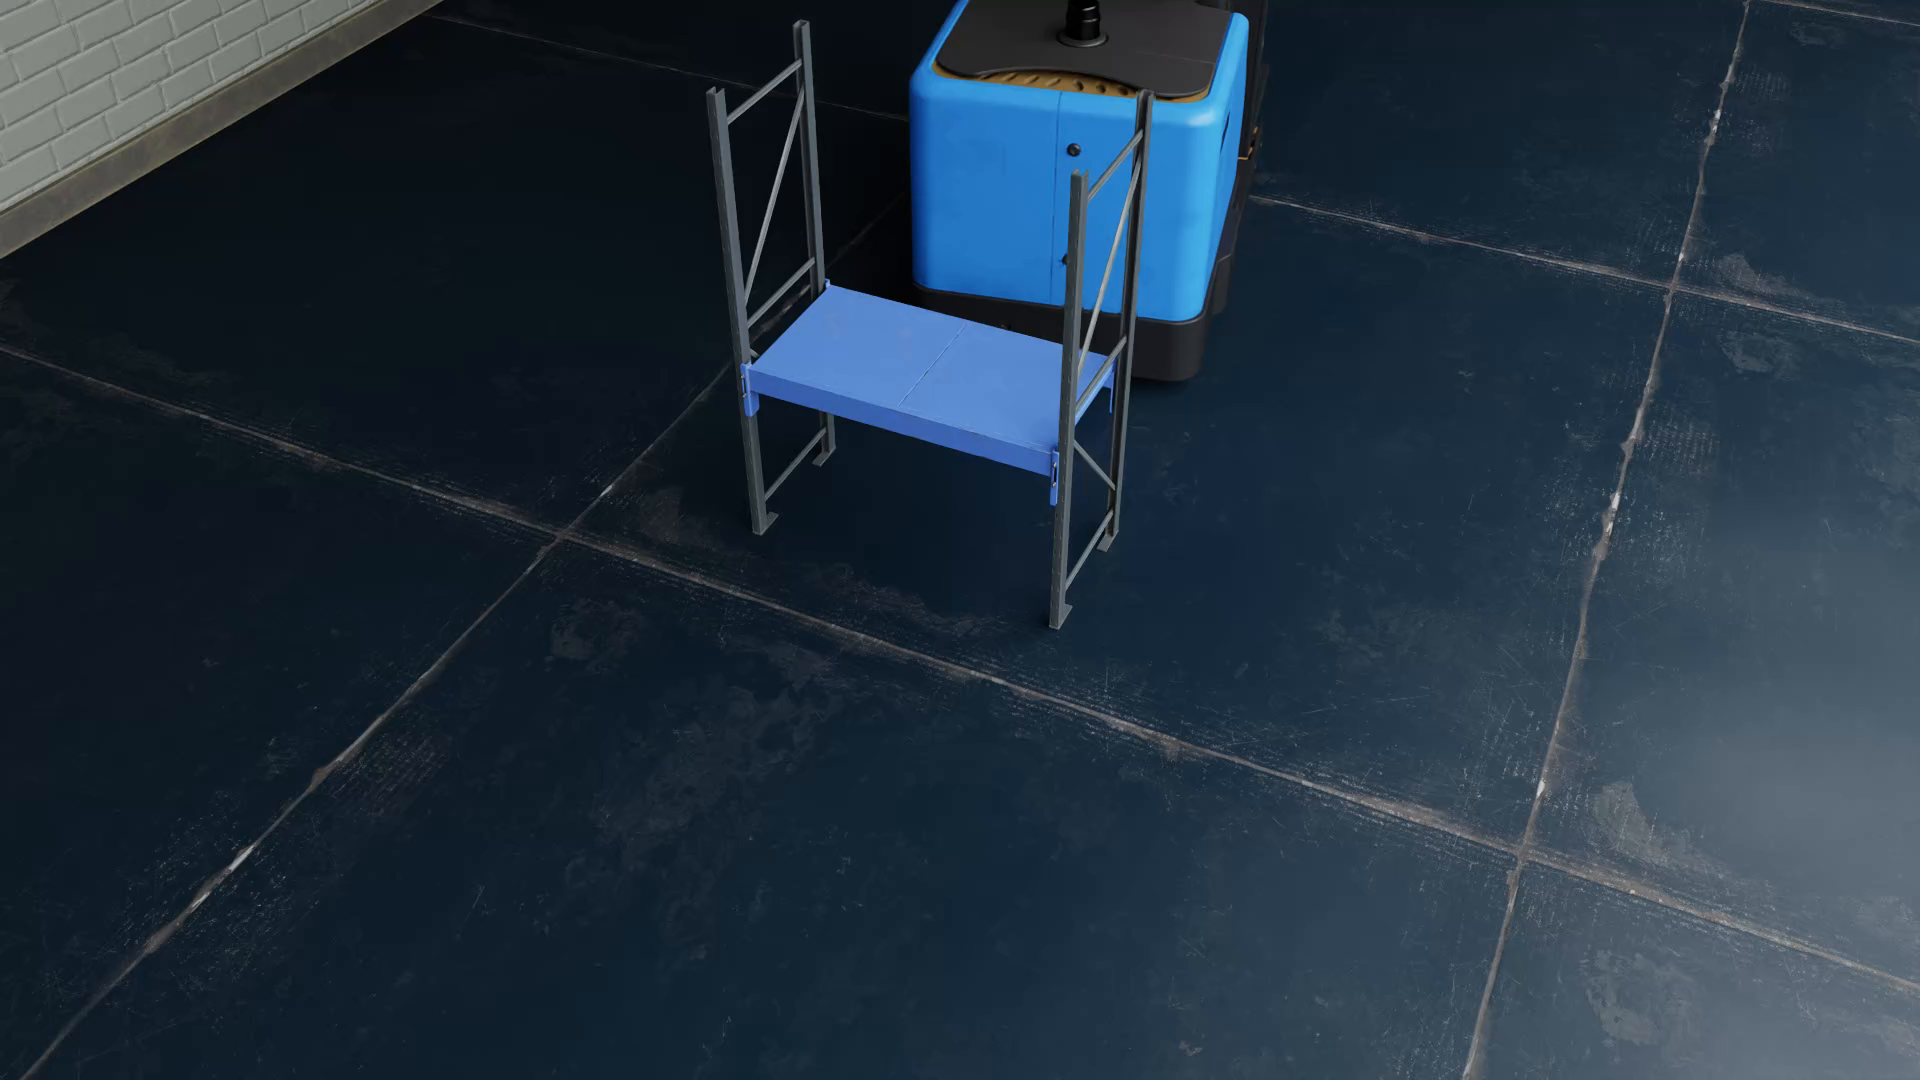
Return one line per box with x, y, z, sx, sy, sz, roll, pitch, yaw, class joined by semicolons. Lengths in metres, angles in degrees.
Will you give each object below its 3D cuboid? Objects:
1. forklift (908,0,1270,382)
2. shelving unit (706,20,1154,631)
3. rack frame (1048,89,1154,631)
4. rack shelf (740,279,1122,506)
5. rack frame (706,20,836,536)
0.669;-2.633;6.049;1.130;2.935;3.031;9;42;10;forklift
-0.077;-0.590;4.786;1.048;1.500;0.538;17;44;19;shelving unit
0.383;-0.450;4.624;0.032;1.500;0.500;17;44;19;rack frame
-0.077;-0.454;4.904;1.000;0.185;0.538;17;44;19;rack shelf
-0.538;-0.731;4.948;0.032;1.500;0.500;17;44;19;rack frame
